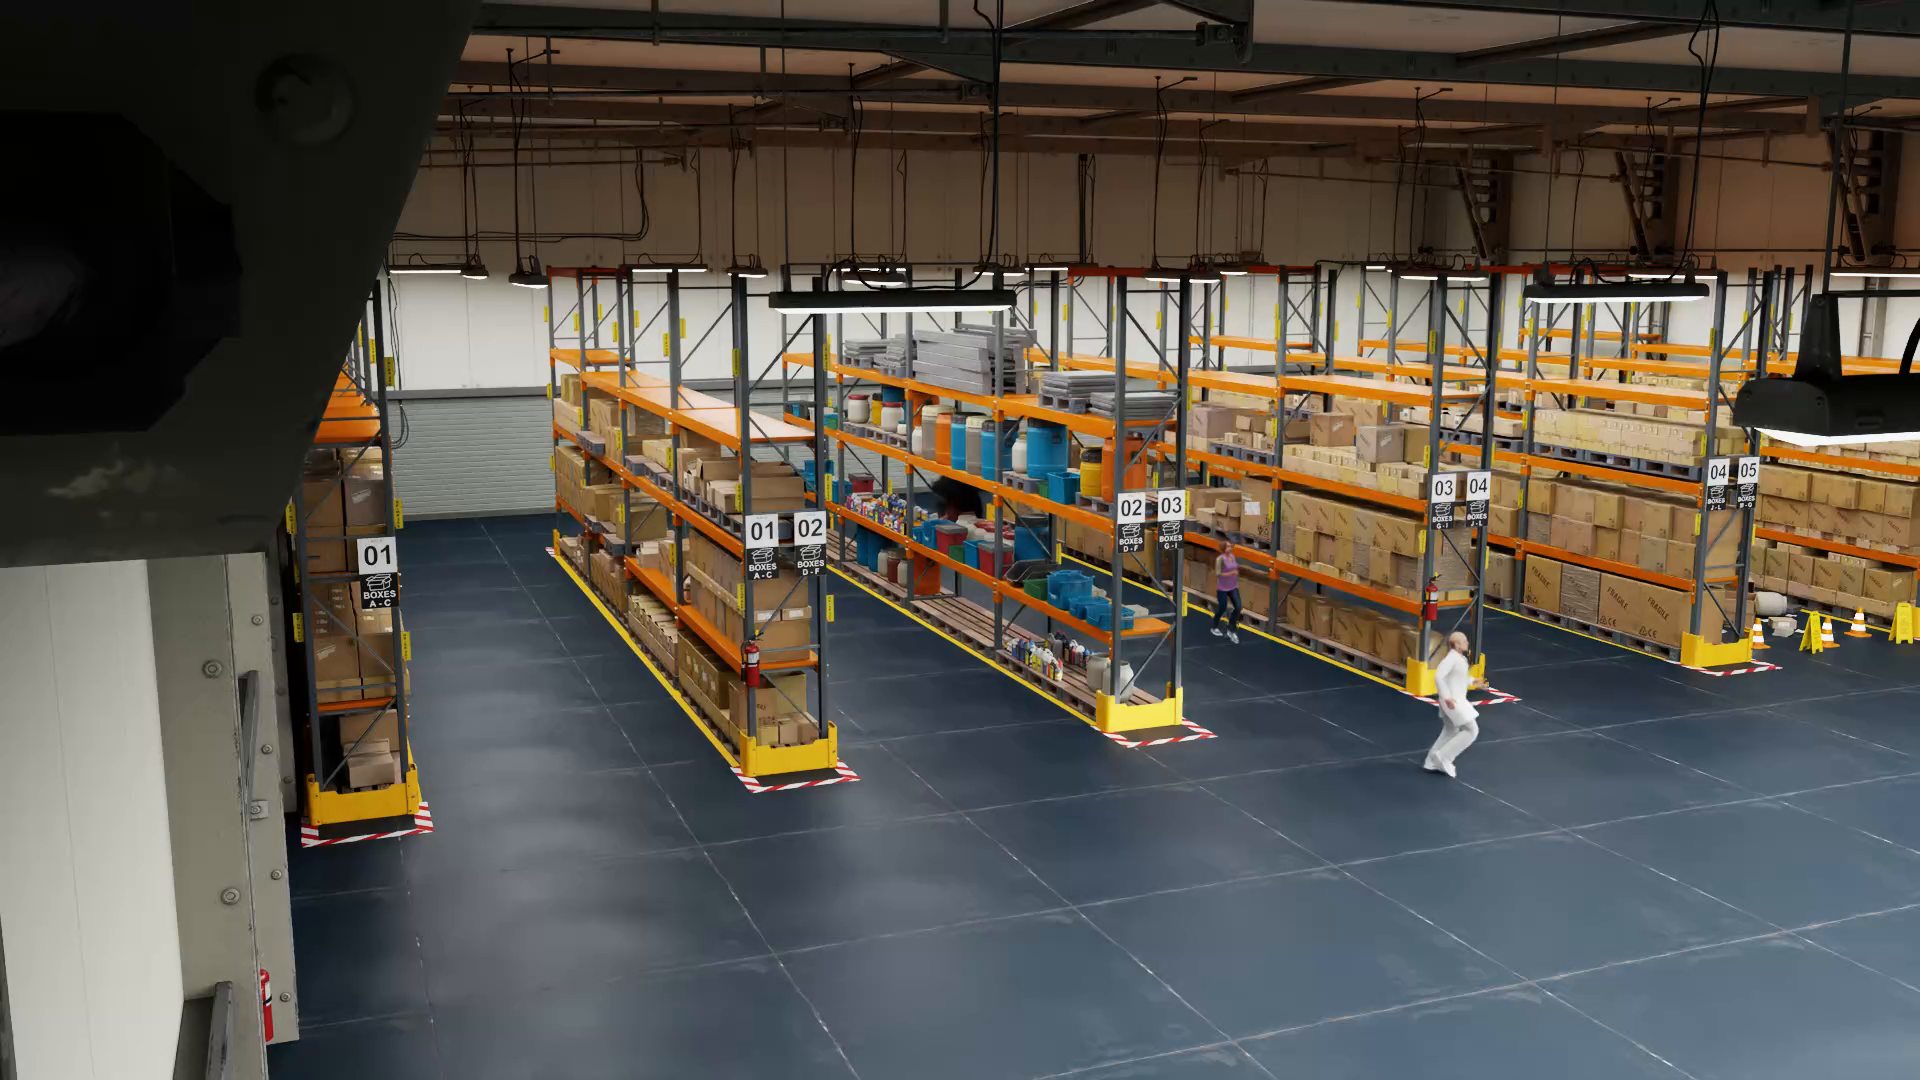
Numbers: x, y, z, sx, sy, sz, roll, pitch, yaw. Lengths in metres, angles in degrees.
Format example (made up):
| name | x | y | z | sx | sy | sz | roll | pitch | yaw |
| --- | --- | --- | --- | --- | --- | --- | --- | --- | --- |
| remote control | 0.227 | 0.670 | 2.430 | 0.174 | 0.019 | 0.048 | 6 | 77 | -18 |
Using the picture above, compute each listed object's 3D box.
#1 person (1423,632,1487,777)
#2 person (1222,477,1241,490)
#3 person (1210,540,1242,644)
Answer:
| name | x | y | z | sx | sy | sz | roll | pitch | yaw |
| --- | --- | --- | --- | --- | --- | --- | --- | --- | --- |
| person | 6.043 | 1.986 | 20.216 | 0.714 | 1.767 | 0.709 | 2 | 10 | 11 |
| person | 6.911 | -1.846 | 42.152 | 0.632 | 1.760 | 0.639 | -3 | 10 | -19 |
| person | 4.227 | 0.809 | 26.311 | 0.514 | 1.634 | 0.660 | -6 | 11 | -29 |
